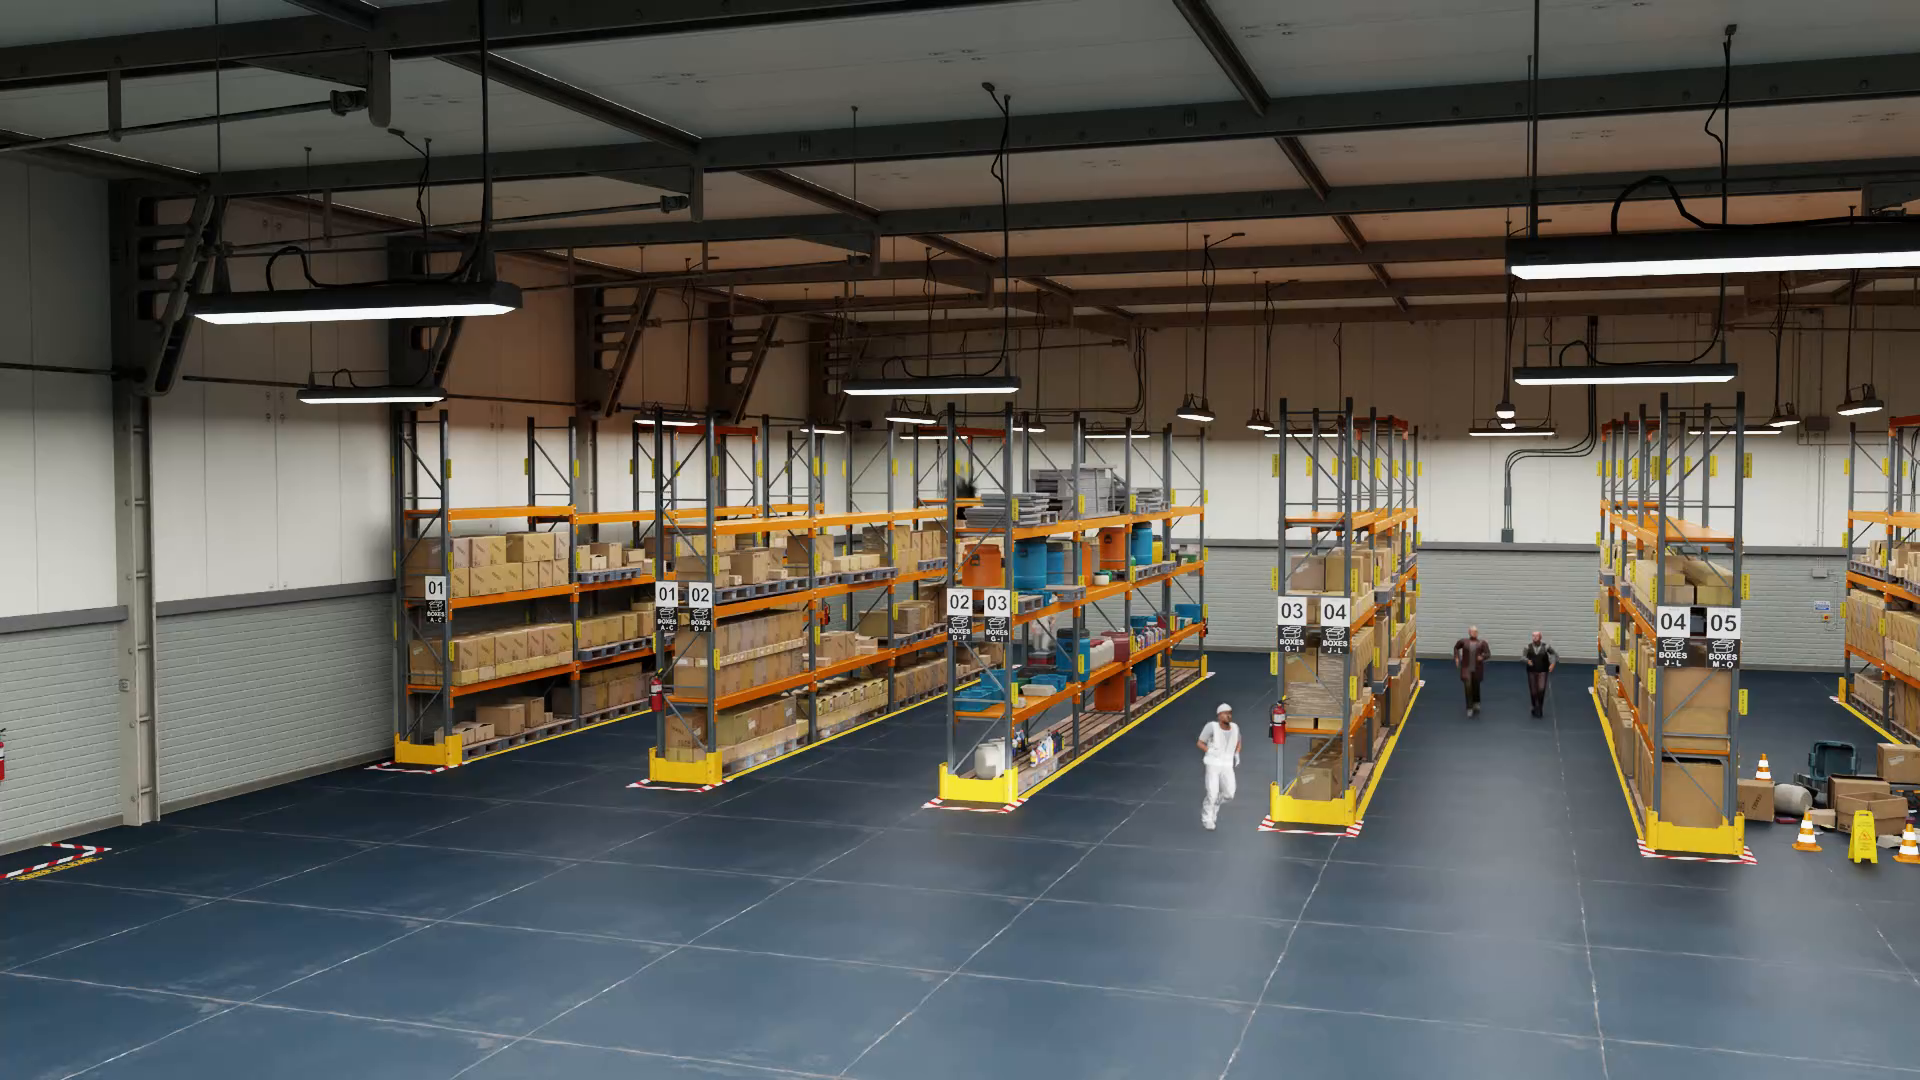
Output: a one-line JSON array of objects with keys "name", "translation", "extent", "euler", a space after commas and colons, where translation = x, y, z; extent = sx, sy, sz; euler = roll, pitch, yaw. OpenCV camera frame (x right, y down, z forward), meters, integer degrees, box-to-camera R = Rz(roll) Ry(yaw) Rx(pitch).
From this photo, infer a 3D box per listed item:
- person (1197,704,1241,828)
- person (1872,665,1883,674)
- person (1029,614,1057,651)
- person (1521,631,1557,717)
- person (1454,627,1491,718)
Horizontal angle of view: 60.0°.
[{"name": "person", "translation": [3.657, 3.143, 23.143], "extent": [0.697, 1.723, 0.618], "euler": [-1, 3, -14]}, {"name": "person", "translation": [20.296, 2.651, 36.515], "extent": [0.801, 1.627, 0.663], "euler": [2, 3, 41]}, {"name": "person", "translation": [1.931, 2.197, 39.255], "extent": [0.703, 1.800, 0.601], "euler": [0, 2, -1]}, {"name": "person", "translation": [11.715, 2.722, 33.703], "extent": [0.662, 1.737, 0.726], "euler": [1, 3, 27]}, {"name": "person", "translation": [10.415, 2.752, 33.829], "extent": [0.714, 1.593, 1.061], "euler": [1, 3, 14]}]
